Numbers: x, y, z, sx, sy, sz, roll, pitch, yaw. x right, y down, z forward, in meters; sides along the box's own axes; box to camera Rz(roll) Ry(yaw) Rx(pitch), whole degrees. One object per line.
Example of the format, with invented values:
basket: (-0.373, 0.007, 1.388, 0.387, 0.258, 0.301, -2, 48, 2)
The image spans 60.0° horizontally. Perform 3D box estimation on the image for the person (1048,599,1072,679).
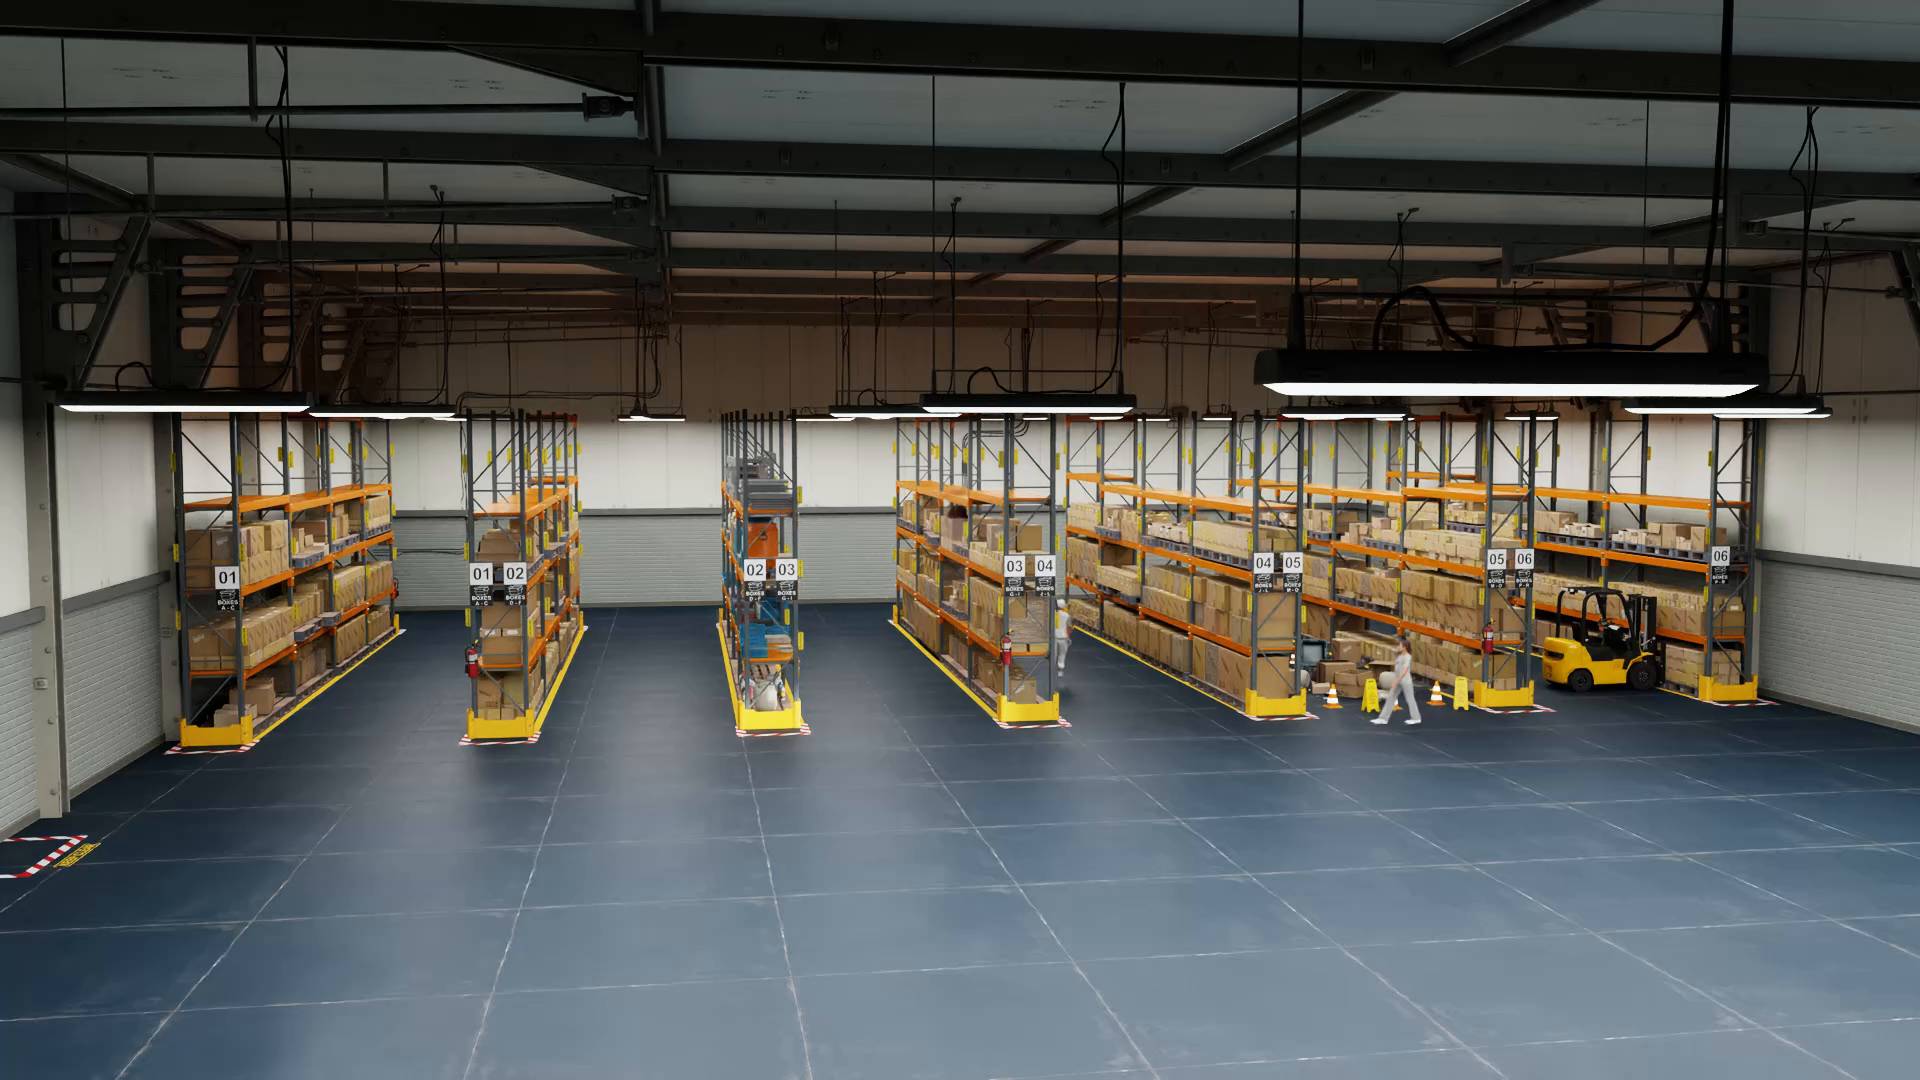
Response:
person: (2.152, 2.177, 36.460, 0.559, 1.769, 0.668, 2, 4, 23)

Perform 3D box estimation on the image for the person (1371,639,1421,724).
person: (8.315, 2.692, 31.464, 0.968, 1.622, 0.445, -2, 4, -23)

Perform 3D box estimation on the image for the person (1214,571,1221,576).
person: (7.170, 1.645, 46.508, 0.422, 1.692, 0.515, -1, 4, -11)

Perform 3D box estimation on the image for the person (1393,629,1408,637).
person: (11.885, 1.777, 44.829, 0.442, 1.666, 0.508, 1, 4, 10)
